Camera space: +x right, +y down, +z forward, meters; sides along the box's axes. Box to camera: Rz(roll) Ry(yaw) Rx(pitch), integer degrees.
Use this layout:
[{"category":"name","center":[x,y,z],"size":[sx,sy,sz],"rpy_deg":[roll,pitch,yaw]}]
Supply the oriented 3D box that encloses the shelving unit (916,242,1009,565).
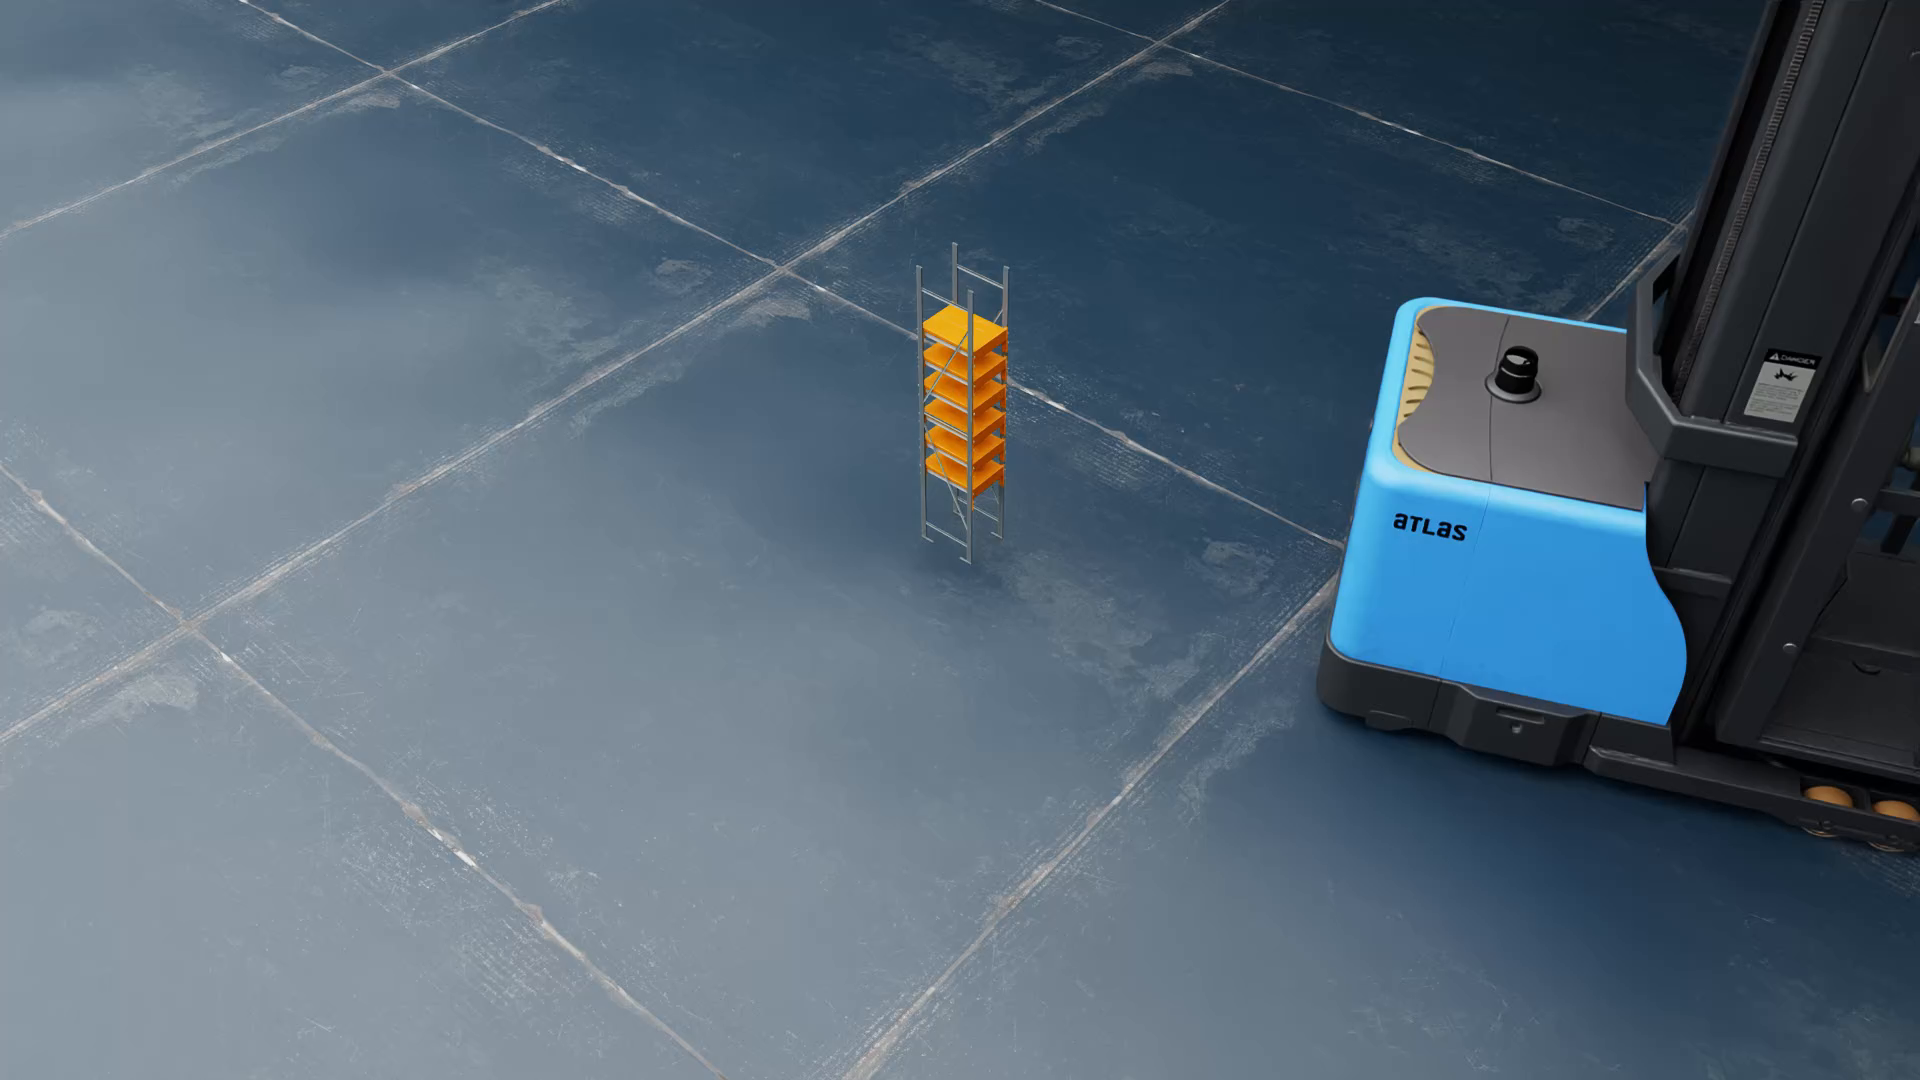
[{"category":"shelving unit","center":[0.009,-0.451,5.855],"size":[0.258,1.200,0.189],"rpy_deg":[29,50,28]}]

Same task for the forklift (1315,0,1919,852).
[{"category":"forklift","center":[2.771,-0.516,4.639],"size":[3.031,2.935,1.130],"rpy_deg":[12,44,13]}]

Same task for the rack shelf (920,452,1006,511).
[{"category":"rack shelf","center":[0.009,-0.241,6.046],"size":[0.258,0.103,0.180],"rpy_deg":[29,50,28]}]

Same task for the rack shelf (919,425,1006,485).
[{"category":"rack shelf","center":[0.009,-0.330,5.965],"size":[0.258,0.103,0.180],"rpy_deg":[29,50,28]}]

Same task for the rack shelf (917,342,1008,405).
[{"category":"rack shelf","center":[0.009,-0.596,5.723],"size":[0.258,0.103,0.180],"rpy_deg":[29,50,28]}]

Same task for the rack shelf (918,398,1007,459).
[{"category":"rack shelf","center":[0.009,-0.419,5.884],"size":[0.258,0.103,0.180],"rpy_deg":[29,50,28]}]

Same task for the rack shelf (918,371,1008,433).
[{"category":"rack shelf","center":[0.009,-0.507,5.804],"size":[0.258,0.103,0.180],"rpy_deg":[29,50,28]}]

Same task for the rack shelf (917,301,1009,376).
[{"category":"rack shelf","center":[0.009,-0.685,5.642],"size":[0.258,0.103,0.180],"rpy_deg":[29,50,28]}]

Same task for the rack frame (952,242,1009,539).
[{"category":"rack frame","center":[0.068,-0.499,5.906],"size":[0.240,1.200,0.006],"rpy_deg":[29,50,28]}]

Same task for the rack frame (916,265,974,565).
[{"category":"rack frame","center":[-0.050,-0.404,5.803],"size":[0.240,1.200,0.006],"rpy_deg":[29,50,28]}]
